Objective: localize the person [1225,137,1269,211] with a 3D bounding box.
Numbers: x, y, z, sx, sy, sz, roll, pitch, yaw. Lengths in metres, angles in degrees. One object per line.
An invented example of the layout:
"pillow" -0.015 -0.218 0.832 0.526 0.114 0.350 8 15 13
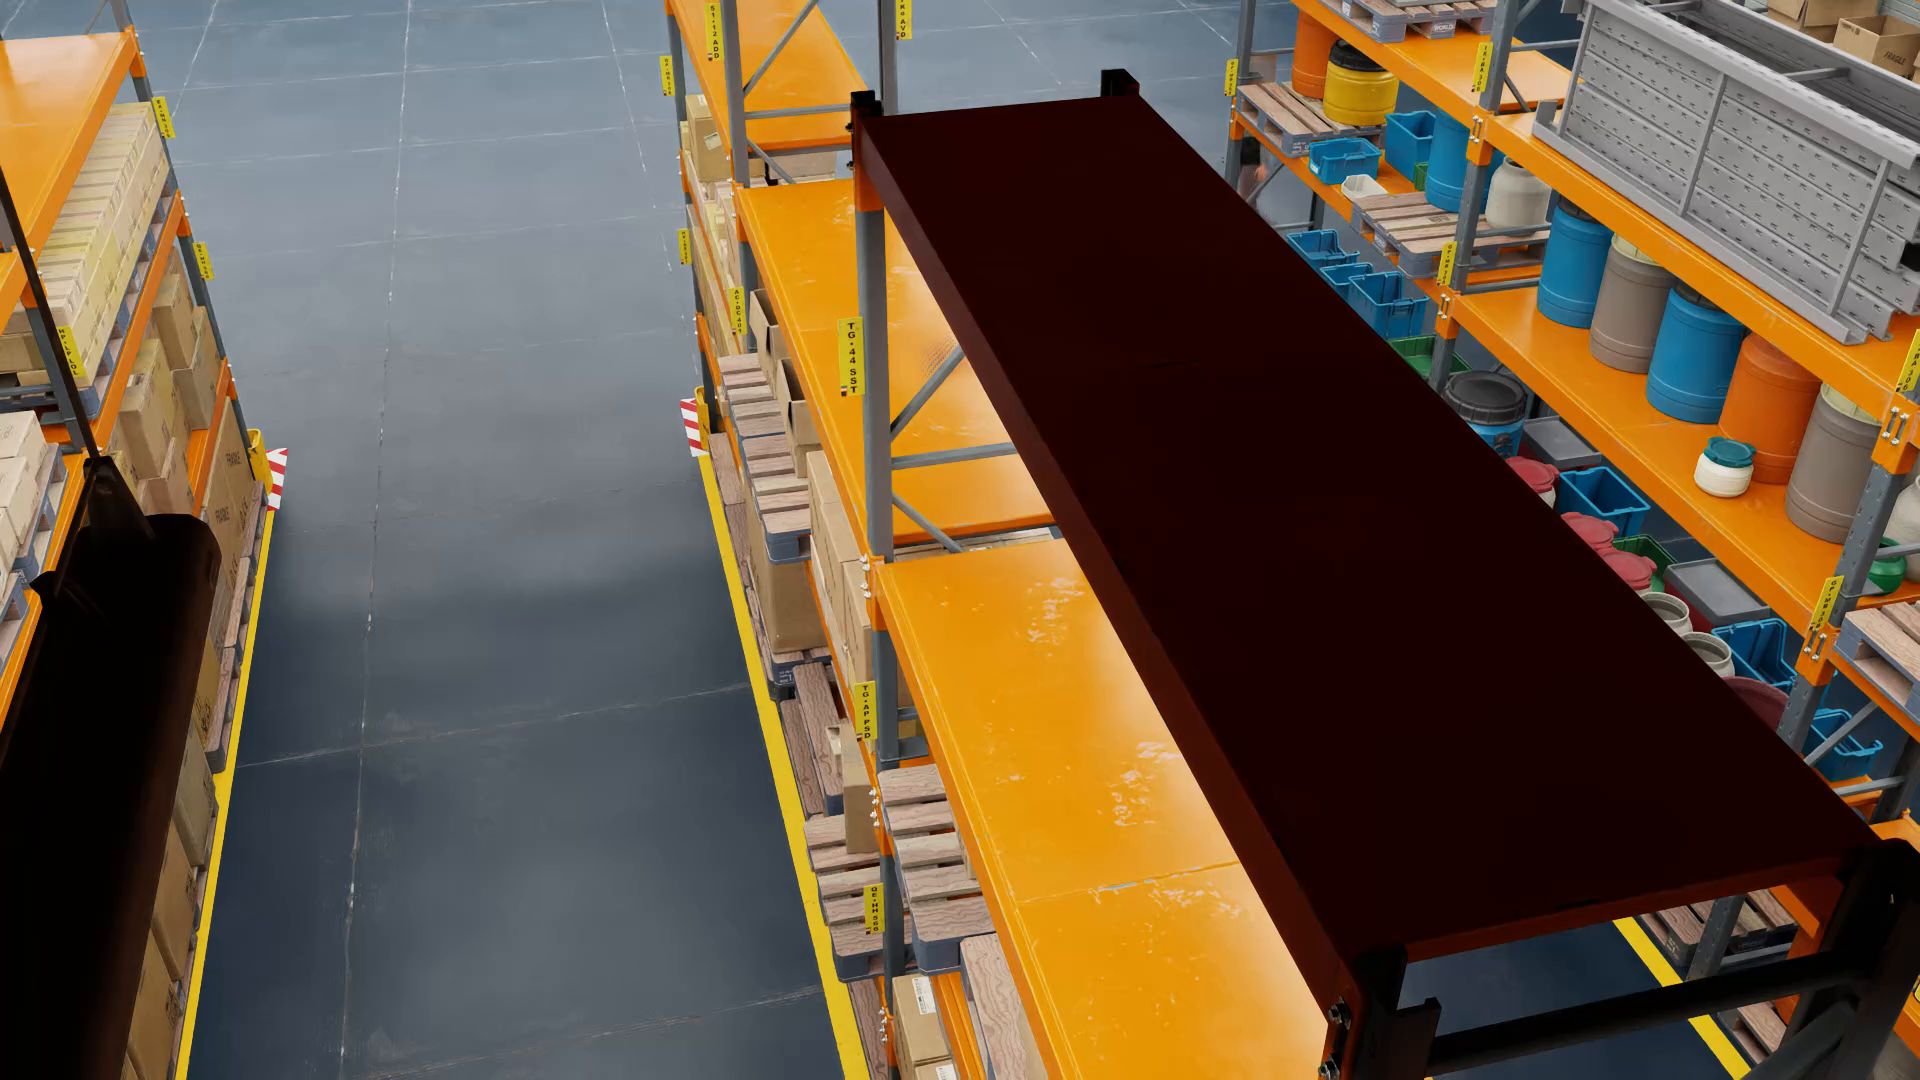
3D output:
"person" 3.258 -4.291 18.868 0.413 1.735 0.629 -9 35 -13

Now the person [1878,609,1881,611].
"person" 6.872 0.093 12.381 0.434 1.785 0.571 -22 40 -29
